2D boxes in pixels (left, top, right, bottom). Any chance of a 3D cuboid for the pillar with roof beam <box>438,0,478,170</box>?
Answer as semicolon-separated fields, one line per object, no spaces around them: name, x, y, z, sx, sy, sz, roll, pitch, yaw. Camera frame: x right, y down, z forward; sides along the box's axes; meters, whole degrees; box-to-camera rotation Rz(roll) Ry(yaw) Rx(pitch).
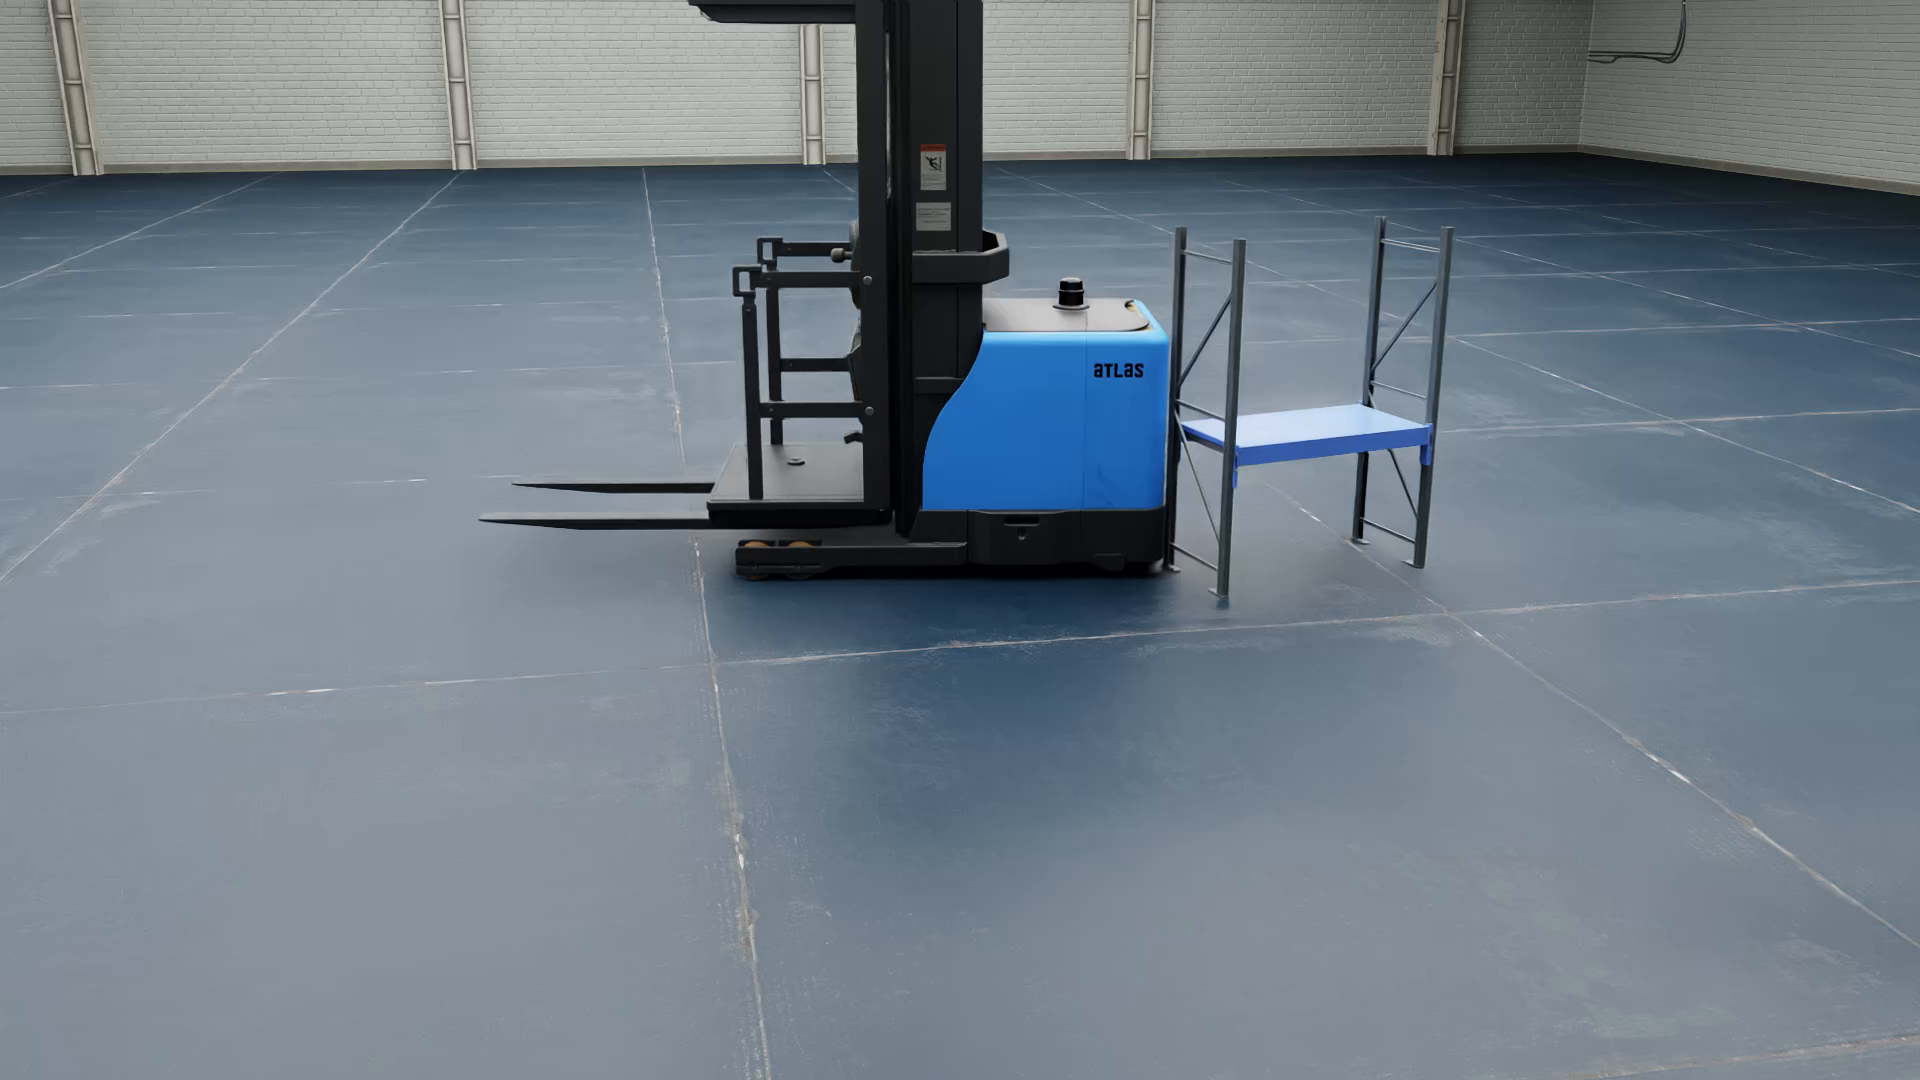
pillar with roof beam;-7.678;-9.435;23.204;0.400;9.000;9.100;-3;17;-10

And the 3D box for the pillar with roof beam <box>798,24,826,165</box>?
pillar with roof beam;-1.787;-9.769;24.292;0.400;9.000;9.100;-3;17;-10

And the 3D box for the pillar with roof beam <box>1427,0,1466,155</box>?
pillar with roof beam;9.995;-10.438;26.468;0.400;9.000;9.100;-3;17;-10

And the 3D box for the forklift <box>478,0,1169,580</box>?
forklift;-0.621;-1.382;7.319;3.031;2.935;1.130;0;17;-1

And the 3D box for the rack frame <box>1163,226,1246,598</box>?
rack frame;1.021;-0.540;7.015;0.032;1.500;0.500;-7;18;-22

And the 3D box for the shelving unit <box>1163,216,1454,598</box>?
shelving unit;1.489;-0.598;7.205;1.048;1.500;0.538;-7;18;-22

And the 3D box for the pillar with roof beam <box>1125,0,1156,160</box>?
pillar with roof beam;4.104;-10.103;25.380;0.400;9.000;9.100;-3;17;-10

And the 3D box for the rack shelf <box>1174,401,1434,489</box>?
rack shelf;1.489;-0.426;7.257;1.000;0.185;0.538;-7;18;-22

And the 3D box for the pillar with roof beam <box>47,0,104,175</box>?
pillar with roof beam;-13.569;-9.101;22.116;0.400;9.000;9.100;-3;17;-10

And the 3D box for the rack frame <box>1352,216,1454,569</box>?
rack frame;1.956;-0.656;7.395;0.032;1.500;0.500;-7;18;-22

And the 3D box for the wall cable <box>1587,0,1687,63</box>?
wall cable;12.322;-9.977;30.258;0.112;2.526;3.097;-3;17;-10
